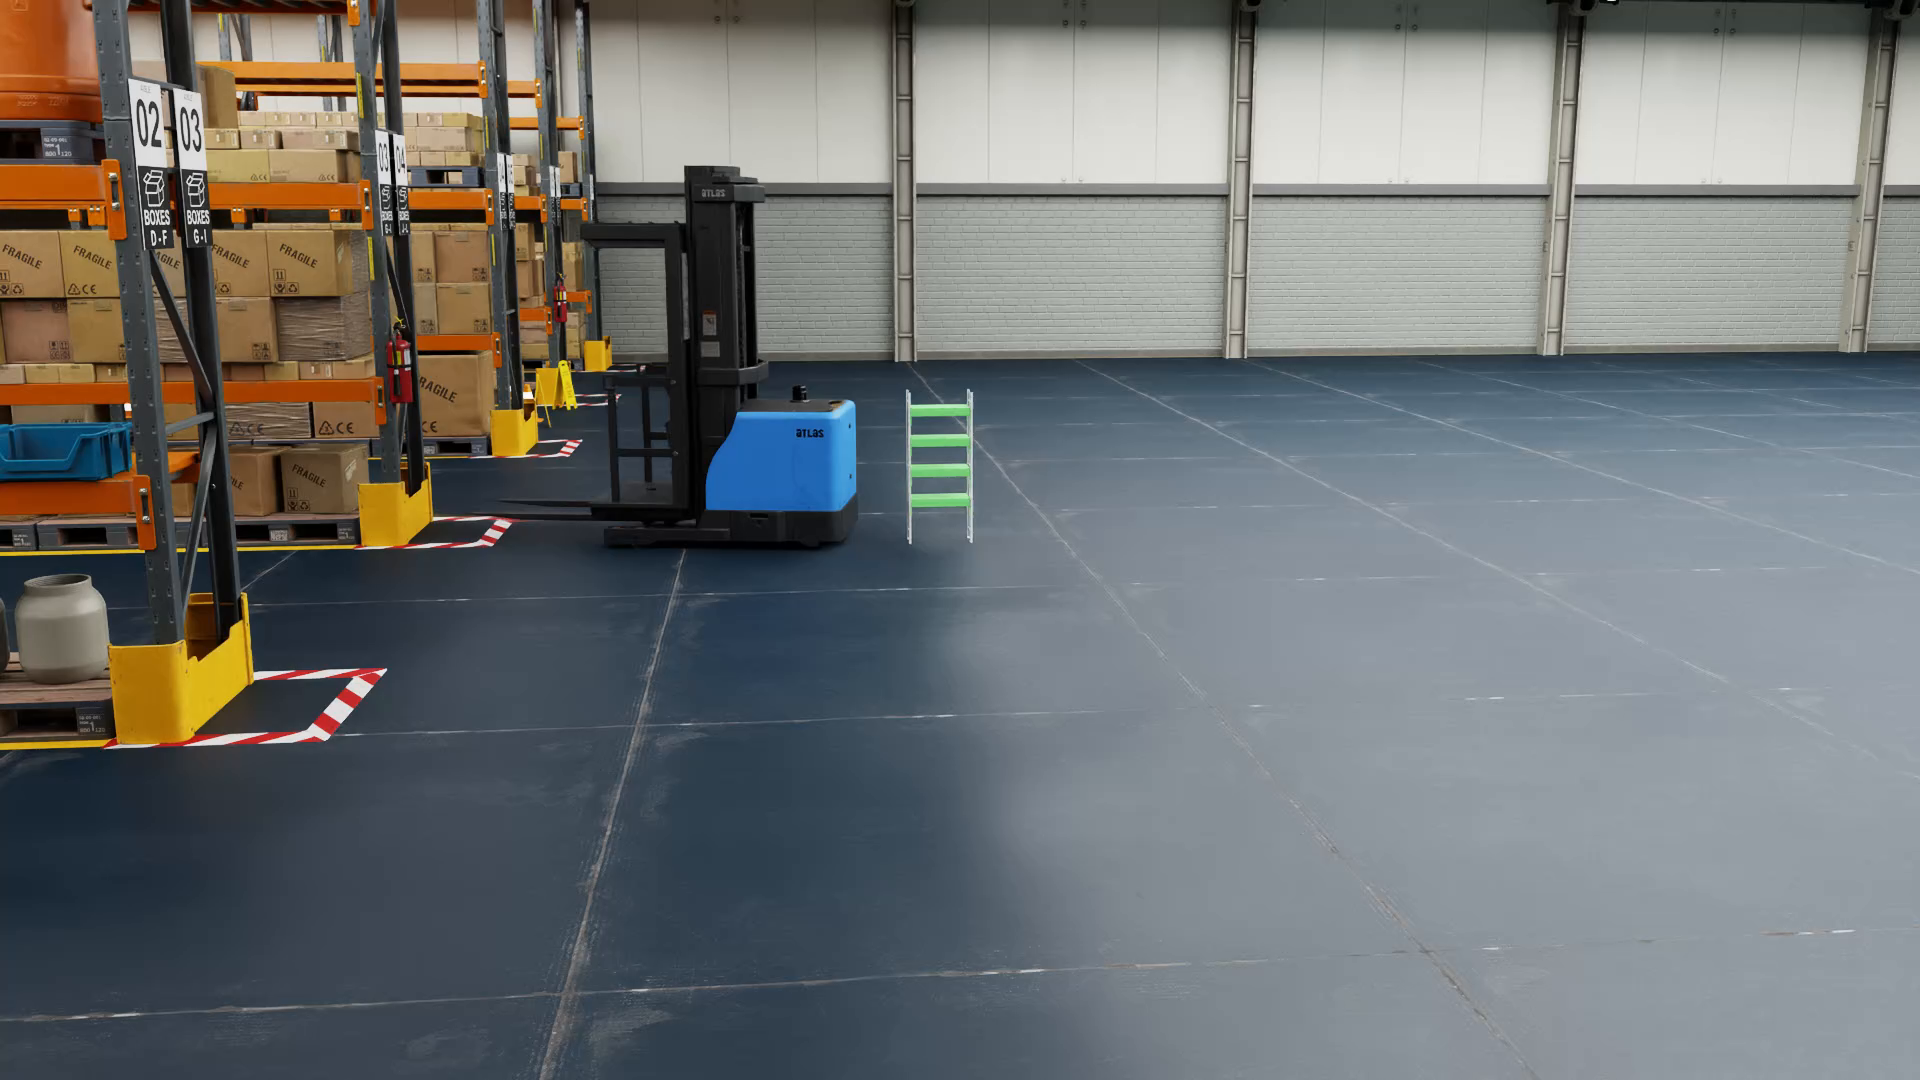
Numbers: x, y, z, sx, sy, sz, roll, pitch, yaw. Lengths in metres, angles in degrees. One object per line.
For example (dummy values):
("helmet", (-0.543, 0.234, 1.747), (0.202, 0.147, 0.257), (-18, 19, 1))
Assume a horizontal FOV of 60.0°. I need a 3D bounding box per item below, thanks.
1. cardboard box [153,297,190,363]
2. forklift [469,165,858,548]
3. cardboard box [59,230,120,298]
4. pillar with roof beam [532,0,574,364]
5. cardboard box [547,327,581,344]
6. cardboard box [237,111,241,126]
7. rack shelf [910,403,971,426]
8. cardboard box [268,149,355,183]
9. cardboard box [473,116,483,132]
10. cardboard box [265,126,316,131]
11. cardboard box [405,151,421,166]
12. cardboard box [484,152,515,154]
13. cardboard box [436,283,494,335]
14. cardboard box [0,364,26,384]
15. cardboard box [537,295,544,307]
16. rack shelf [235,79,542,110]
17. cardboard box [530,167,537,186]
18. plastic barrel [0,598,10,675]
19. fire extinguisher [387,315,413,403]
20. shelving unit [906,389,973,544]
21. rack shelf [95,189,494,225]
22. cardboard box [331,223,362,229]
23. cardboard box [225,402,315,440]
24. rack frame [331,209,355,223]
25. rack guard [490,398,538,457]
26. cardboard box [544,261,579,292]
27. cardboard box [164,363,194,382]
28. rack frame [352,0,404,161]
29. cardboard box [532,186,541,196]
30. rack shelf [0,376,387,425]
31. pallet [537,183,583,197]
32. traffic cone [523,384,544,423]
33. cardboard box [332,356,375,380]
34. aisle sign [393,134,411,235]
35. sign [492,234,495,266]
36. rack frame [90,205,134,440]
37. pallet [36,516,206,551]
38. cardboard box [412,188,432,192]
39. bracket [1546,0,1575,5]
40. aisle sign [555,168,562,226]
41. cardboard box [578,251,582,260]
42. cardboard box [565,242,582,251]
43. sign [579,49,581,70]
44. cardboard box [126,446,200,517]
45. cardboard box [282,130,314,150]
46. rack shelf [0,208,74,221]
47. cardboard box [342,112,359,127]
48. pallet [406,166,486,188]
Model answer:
("cardboard box", (-6.076, -1.687, 13.144), (0.500, 0.500, 0.875), (-1, 11, -6))
("forklift", (-2.390, -1.474, 13.266), (3.031, 2.935, 1.130), (1, 11, 4))
("cardboard box", (-6.552, -2.130, 12.807), (0.500, 0.500, 0.500), (-1, 11, -6))
("pillar with roof beam", (-6.475, -6.663, 23.931), (0.548, 9.000, 9.100), (-1, 11, -6))
("cardboard box", (-6.600, -3.418, 27.723), (0.500, 0.250, 0.500), (-1, 11, -7))
("cardboard box", (-7.540, -4.363, 17.245), (0.250, 0.149, 0.380), (-1, 11, -5))
("rack shelf", (-0.165, -0.994, 13.154), (0.480, 0.148, 0.258), (-1, 11, -6))
("cardboard box", (-4.992, -2.873, 12.821), (0.500, 0.250, 0.500), (-1, 11, -5))
("cardboard box", (-5.341, -4.536, 18.127), (0.250, 0.149, 0.380), (-1, 11, -5))
("cardboard box", (-6.929, -4.192, 17.408), (0.500, 0.250, 0.500), (-1, 11, -6))
("cardboard box", (-5.775, -4.008, 17.509), (0.250, 0.149, 0.380), (-1, 11, -5))
("cardboard box", (-7.593, -6.104, 27.259), (0.500, 0.500, 0.700), (-1, 11, -6))
("cardboard box", (-5.339, -2.544, 18.146), (0.550, 0.550, 0.875), (-1, 11, -6))
("cardboard box", (-7.274, -1.292, 12.814), (0.250, 0.149, 0.380), (-1, 11, -6))
("cardboard box", (-5.970, -3.344, 23.252), (0.250, 0.149, 0.380), (-1, 11, -6))
("rack shelf", (-7.598, -5.982, 22.341), (4.000, 0.370, 1.077), (-1, 11, -6))
("cardboard box", (-6.139, -5.019, 22.965), (0.500, 0.250, 0.500), (-1, 11, -7))
("plastic barrel", (-5.149, 0.469, 8.565), (0.421, 0.512, 0.421), (0, 11, 0))
("fire extinguisher", (-4.376, -1.410, 12.965), (0.183, 0.674, 0.296), (-1, 11, -6))
("shelving unit", (-0.165, -0.585, 13.235), (0.503, 1.200, 0.258), (-1, 11, -6))
("rack shelf", (-6.963, -3.564, 17.812), (4.000, 0.370, 1.077), (-1, 11, -6))
("cardboard box", (-8.114, -4.016, 22.398), (0.500, 0.500, 0.700), (-1, 11, -7))
("cardboard box", (-7.423, -1.587, 18.082), (0.875, 0.875, 0.875), (-1, 11, -6))
("rack frame", (-10.127, -4.303, 27.480), (0.127, 3.000, 1.000), (-1, 11, -6))
("rack guard", (-4.951, -1.261, 18.488), (0.348, 0.500, 1.175), (-1, 11, -6))
("cardboard box", (-6.611, -4.375, 27.585), (0.500, 0.500, 0.500), (-1, 11, -7))
("cardboard box", (-6.042, -1.336, 13.039), (0.250, 0.149, 0.380), (-1, 11, -6))
("rack frame", (-4.540, -4.478, 12.816), (0.127, 3.000, 1.000), (-1, 11, -6))
("cardboard box", (-5.975, -4.838, 23.078), (0.250, 0.149, 0.380), (-1, 11, -6))
("rack shelf", (-6.528, -1.139, 13.252), (4.000, 0.370, 1.077), (-1, 11, -6))
("pallet", (-6.856, -5.805, 27.573), (1.213, 0.211, 1.003), (-1, 11, -6))
("traffic cone", (-5.440, -1.728, 20.956), (0.334, 0.463, 0.336), (-1, 11, -6))
("cardboard box", (-4.801, -1.365, 13.188), (0.250, 0.149, 0.380), (-1, 11, -6))
("aisle sign", (-4.511, -2.868, 13.443), (0.004, 0.787, 0.394), (-1, 11, -6))
("sign", (-4.930, -3.067, 17.579), (0.005, 0.325, 0.100), (-1, 11, -6))
("rack frame", (-8.952, -2.404, 17.820), (0.127, 3.000, 1.000), (-1, 11, -6))
("pallet", (-6.637, -0.129, 13.478), (1.213, 0.211, 1.003), (-1, 11, -6))
("cardboard box", (-7.211, -4.701, 22.378), (0.250, 0.149, 0.380), (-2, 11, -8))
("bracket", (10.581, -9.553, 29.300), (0.430, 0.232, 0.235), (-1, 11, -6))
("aisle sign", (-5.582, -4.771, 23.120), (0.004, 0.787, 0.394), (-1, 11, -6))
("cardboard box", (-6.515, -4.796, 28.048), (0.250, 0.149, 0.380), (-1, 11, -8))
("cardboard box", (-6.507, -4.934, 27.975), (0.250, 0.149, 0.380), (-1, 11, -7))
("sign", (-6.105, -7.723, 26.696), (0.005, 0.325, 0.100), (-1, 11, -6))
("cardboard box", (-6.378, -0.475, 13.401), (0.500, 0.500, 0.500), (0, 11, -1))
("cardboard box", (-5.054, -3.079, 12.835), (0.250, 0.149, 0.380), (-2, 11, -8))
("rack shelf", (-16.091, -5.297, 26.624), (4.000, 0.370, 1.077), (-1, 11, -6))
("cardboard box", (-6.282, -4.389, 17.379), (0.250, 0.149, 0.380), (-1, 11, -6))
("pallet", (-5.712, -3.898, 17.874), (1.213, 0.211, 1.003), (-1, 11, -6))
